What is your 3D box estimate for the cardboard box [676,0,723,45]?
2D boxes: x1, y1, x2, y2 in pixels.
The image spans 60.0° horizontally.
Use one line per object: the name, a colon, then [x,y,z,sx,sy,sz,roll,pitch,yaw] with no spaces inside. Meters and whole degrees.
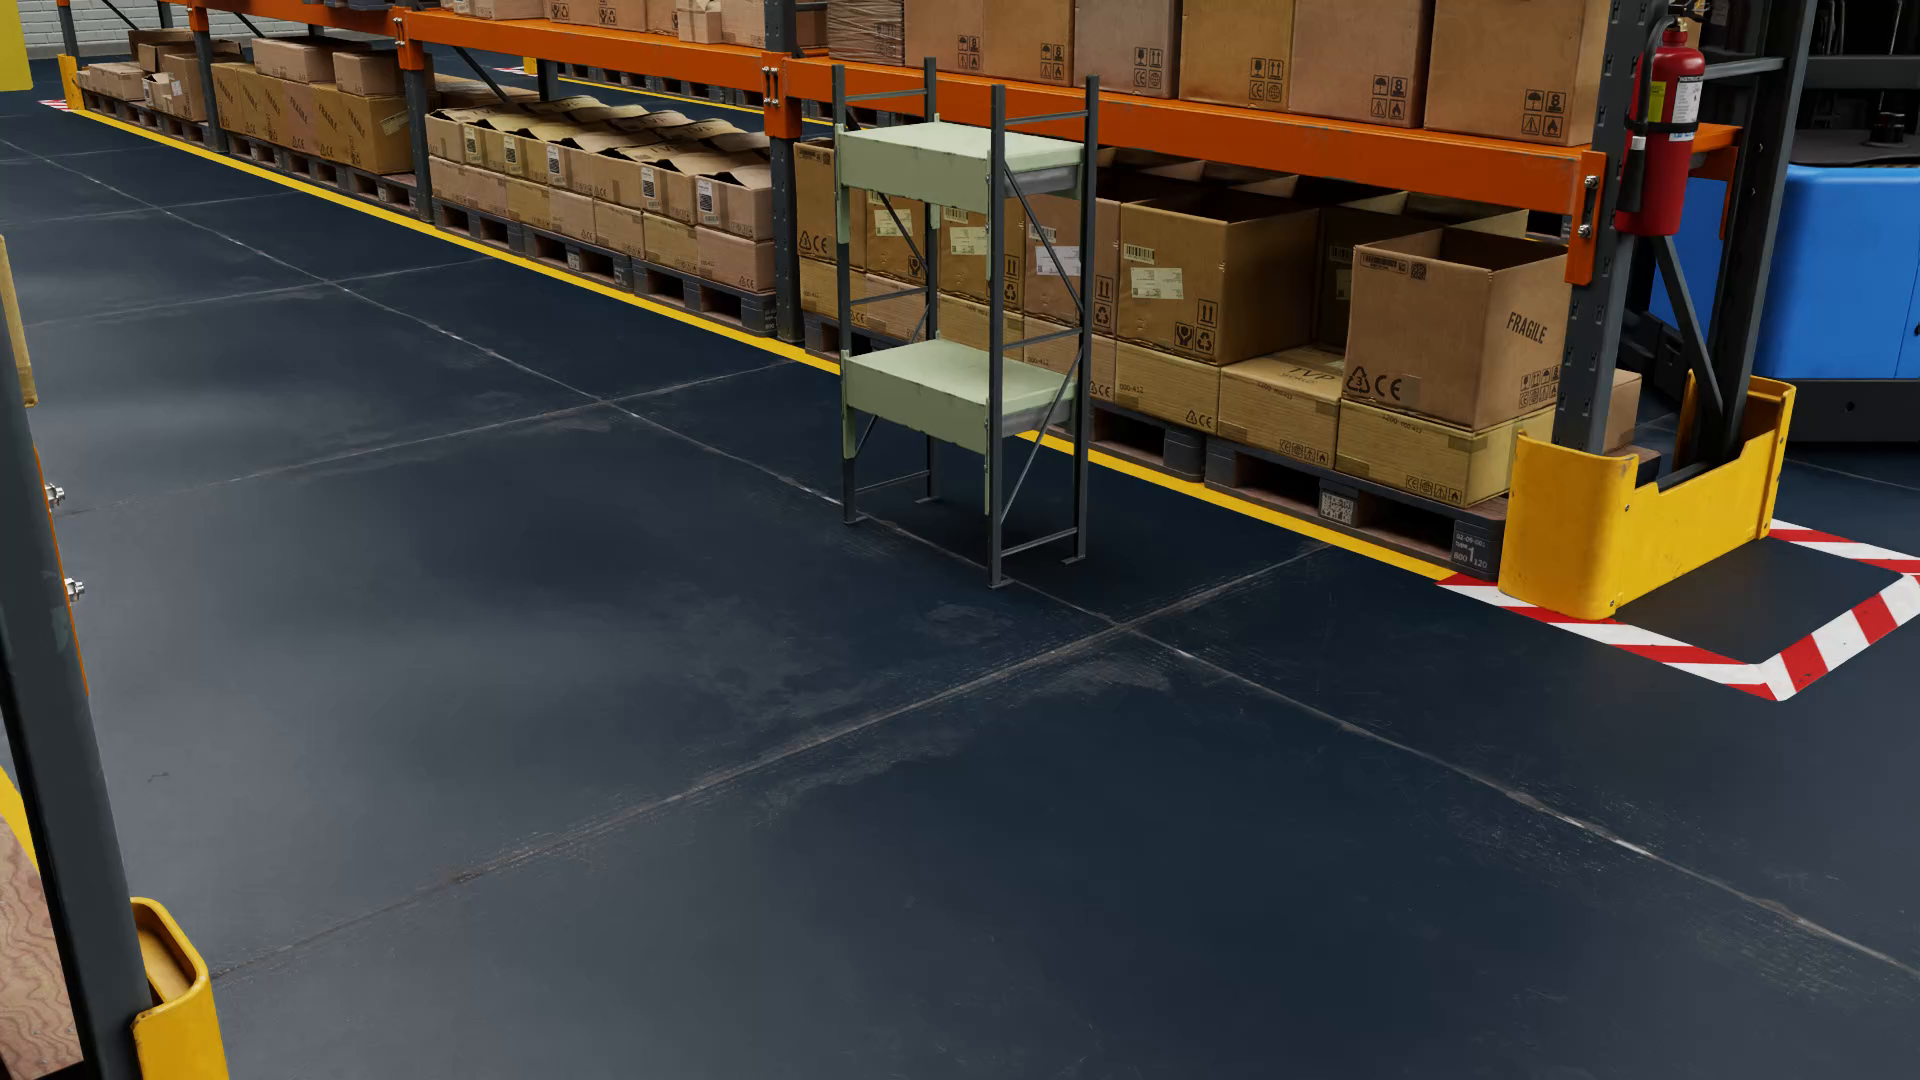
cardboard box: [-1.164,-2.585,8.155,0.396,0.266,0.258,-18,28,-39]

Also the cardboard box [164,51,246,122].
cardboard box: [-6.260,-3.789,13.870,0.500,0.500,0.500,-17,27,-37]

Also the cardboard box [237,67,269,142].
cardboard box: [-5.185,-3.363,12.782,0.500,0.500,0.500,-17,27,-37]

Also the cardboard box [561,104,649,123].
cardboard box: [-2.189,-2.502,10.183,0.500,0.311,0.500,-18,28,-38]

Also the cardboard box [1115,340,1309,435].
cardboard box: [0.923,-0.609,6.121,0.500,0.250,0.500,-17,27,-37]

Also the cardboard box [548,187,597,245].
cardboard box: [-1.935,-1.831,9.241,0.500,0.250,0.500,-17,27,-36]

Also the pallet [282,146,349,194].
pallet: [-4.313,-2.807,12.362,1.003,0.211,1.213,-17,27,-37]

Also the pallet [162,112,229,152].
pallet: [-6.121,-3.550,14.258,1.003,0.211,1.213,-17,27,-37]

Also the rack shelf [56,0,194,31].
rack shelf: [-6.979,-4.876,14.807,1.077,0.370,4.000,-17,27,-37]

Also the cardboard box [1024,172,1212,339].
cardboard box: [0.595,-1.096,6.336,0.500,0.500,0.500,-17,27,-37]

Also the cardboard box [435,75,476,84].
cardboard box: [-3.812,-3.071,12.036,0.500,0.500,0.500,-18,28,-38]

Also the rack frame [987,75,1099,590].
rack frame: [0.243,-0.595,4.948,0.400,1.500,0.023,-17,27,-37]

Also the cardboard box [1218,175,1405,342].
cardboard box: [1.315,-1.081,6.298,0.500,0.500,0.500,-17,27,-37]

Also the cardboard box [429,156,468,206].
cardboard box: [-2.943,-2.254,10.320,0.500,0.250,0.500,-18,27,-38]

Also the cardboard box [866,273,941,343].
cardboard box: [-0.055,-1.024,7.179,0.500,0.250,0.500,-17,27,-37]

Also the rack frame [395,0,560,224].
rack frame: [-3.062,-3.553,10.443,1.000,3.000,0.127,-17,27,-37]

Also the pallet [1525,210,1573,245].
pallet: [3.711,-2.132,10.639,1.003,0.211,1.213,-17,27,-37]

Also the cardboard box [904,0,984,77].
cardboard box: [0.193,-2.230,6.926,0.700,0.500,0.500,-18,28,-38]

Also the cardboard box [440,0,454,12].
cardboard box: [-2.858,-3.401,10.176,0.500,0.311,0.500,-15,26,-34]

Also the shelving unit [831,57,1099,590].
shelving unit: [0.004,-0.697,5.206,0.431,1.500,0.755,-17,27,-37]

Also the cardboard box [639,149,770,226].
cardboard box: [-1.277,-1.810,8.419,0.500,0.311,0.500,-17,27,-36]

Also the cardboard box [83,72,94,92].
cardboard box: [-8.108,-4.383,15.842,0.380,0.166,0.250,-17,27,-37]

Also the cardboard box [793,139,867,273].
cardboard box: [-0.385,-1.510,7.392,0.500,0.500,0.500,-17,27,-37]

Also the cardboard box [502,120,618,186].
cardboard box: [-2.262,-2.231,9.491,0.500,0.311,0.500,-18,28,-39]

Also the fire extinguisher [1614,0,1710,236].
fire extinguisher: [1.885,-1.164,4.449,0.296,0.674,0.183,-17,27,-37]

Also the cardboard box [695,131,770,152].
cardboard box: [-1.194,-2.080,9.108,0.500,0.311,0.500,-19,28,-39]

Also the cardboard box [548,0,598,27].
cardboard box: [-1.954,-3.140,9.251,0.500,0.500,0.500,-19,29,-40]

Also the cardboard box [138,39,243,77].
cardboard box: [-6.903,-4.219,14.962,0.797,0.503,0.637,-17,27,-37]

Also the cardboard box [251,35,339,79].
cardboard box: [-4.889,-3.581,12.309,0.500,0.250,0.500,-17,27,-37]

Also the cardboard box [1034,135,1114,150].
cardboard box: [0.335,-1.496,7.356,0.500,0.500,0.500,-17,27,-37]

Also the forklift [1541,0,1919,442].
forklift: [3.463,-2.217,7.125,1.130,2.935,3.031,0,21,0]

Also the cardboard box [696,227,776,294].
cardboard box: [-0.941,-1.409,8.163,0.500,0.250,0.500,-18,28,-38]

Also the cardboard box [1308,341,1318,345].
cardboard box: [1.323,-0.735,6.442,0.500,0.250,0.500,-17,27,-37]

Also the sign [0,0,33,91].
sign: [-1.179,-0.695,1.959,0.100,0.325,0.005,-17,27,-37]

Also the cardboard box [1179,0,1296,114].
cardboard box: [1.199,-1.804,5.840,0.700,0.500,0.500,-17,27,-37]

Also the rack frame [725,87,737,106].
rack frame: [-1.918,-5.837,16.273,1.000,3.000,0.127,-17,27,-37]

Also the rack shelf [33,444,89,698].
rack shelf: [-2.896,-0.380,3.329,1.077,0.370,4.000,-17,27,-37]

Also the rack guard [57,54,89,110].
rack guard: [-8.234,-4.579,16.489,1.175,0.500,0.348,-17,27,-37]

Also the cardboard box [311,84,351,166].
cardboard box: [-4.188,-2.940,11.701,0.500,0.500,0.500,-19,28,-39]

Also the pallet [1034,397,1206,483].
pallet: [0.837,-0.583,6.683,1.003,0.211,1.213,-17,27,-37]

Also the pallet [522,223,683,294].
pallet: [-1.762,-1.681,9.487,1.003,0.211,1.213,-17,27,-37]

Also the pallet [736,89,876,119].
pallet: [-1.446,-4.315,16.212,1.003,0.211,1.213,-17,27,-37]

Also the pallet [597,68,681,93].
pallet: [-3.228,-5.069,18.138,1.003,0.211,1.213,-17,27,-37]
